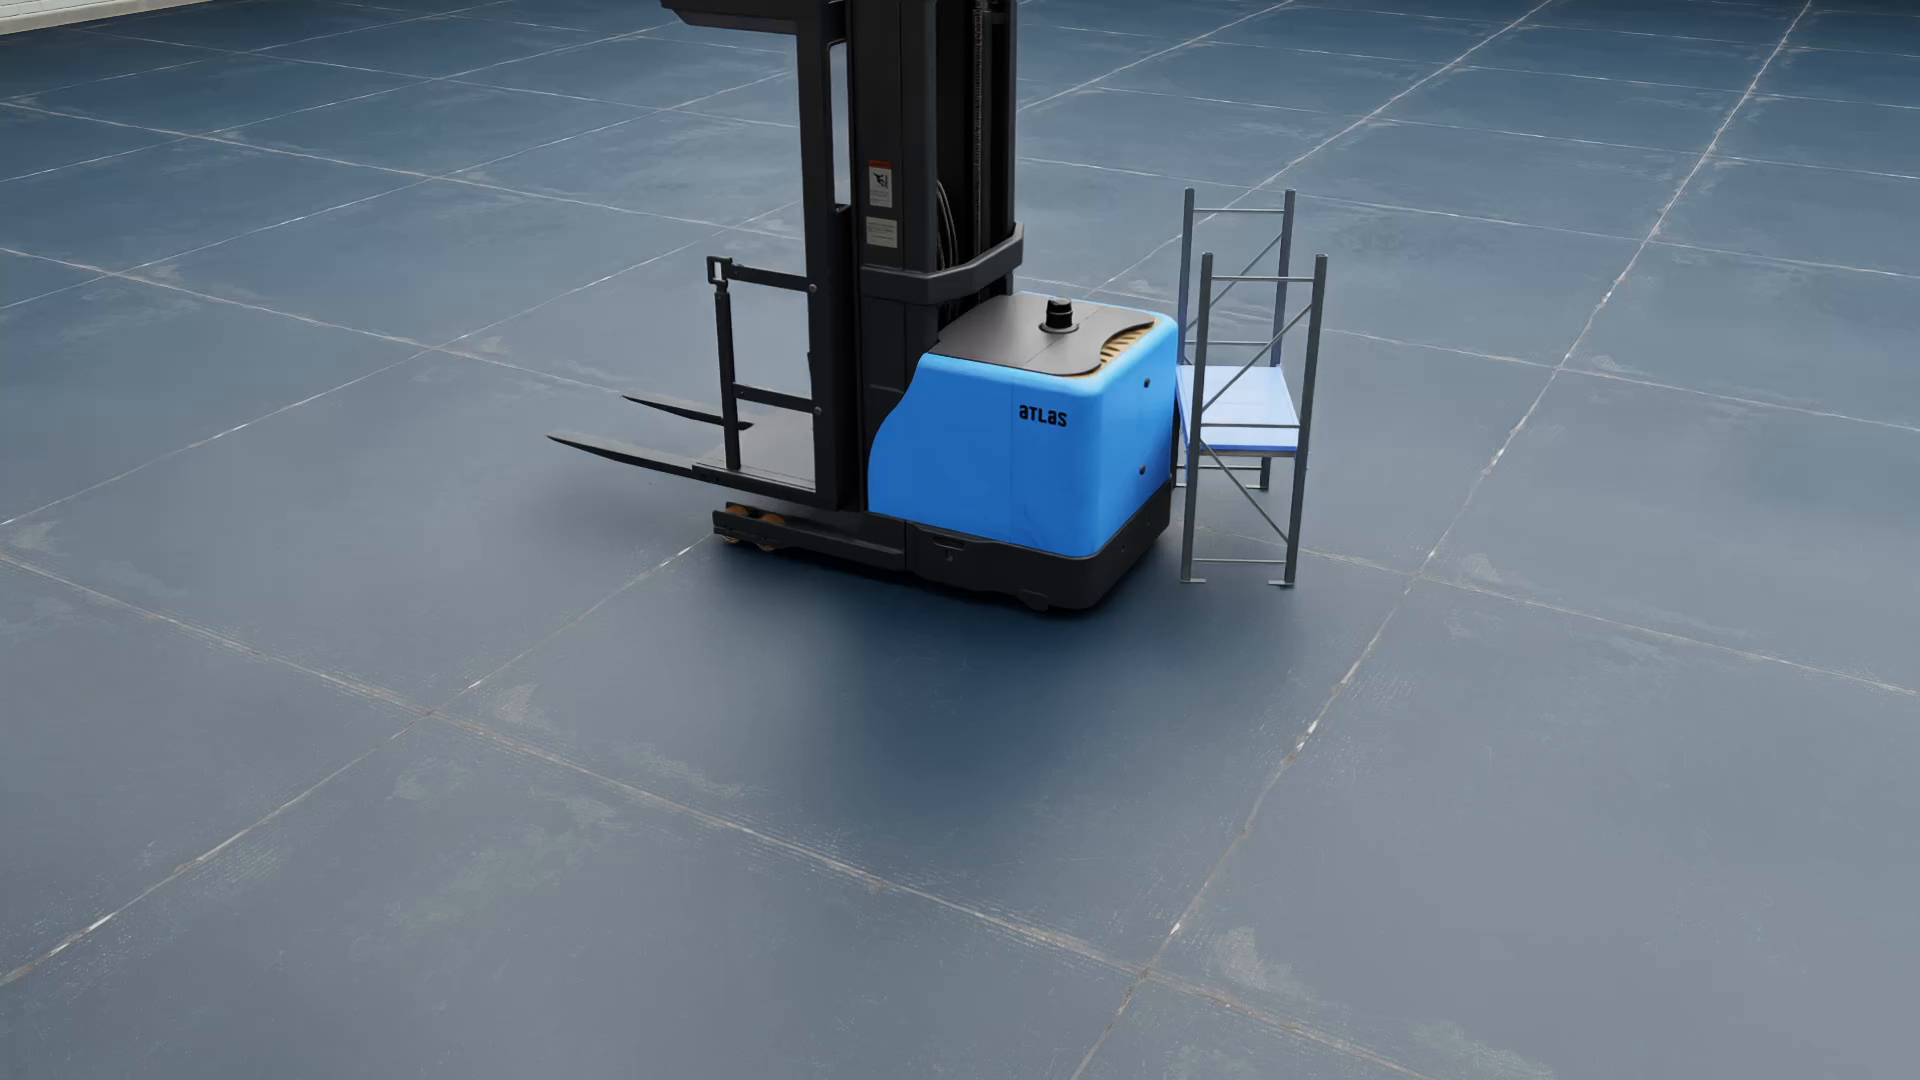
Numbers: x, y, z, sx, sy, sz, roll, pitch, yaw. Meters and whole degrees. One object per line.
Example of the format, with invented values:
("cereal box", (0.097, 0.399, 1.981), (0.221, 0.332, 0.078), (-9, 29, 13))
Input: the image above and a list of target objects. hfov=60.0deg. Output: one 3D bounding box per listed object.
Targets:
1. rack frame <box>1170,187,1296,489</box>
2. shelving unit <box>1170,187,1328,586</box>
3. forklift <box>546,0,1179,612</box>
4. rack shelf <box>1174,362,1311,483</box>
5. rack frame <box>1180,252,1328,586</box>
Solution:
("rack frame", (1.283, -0.935, 7.943), (0.500, 1.500, 0.032), (1, 27, 3))
("shelving unit", (1.255, -0.708, 7.489), (0.538, 1.500, 1.048), (1, 27, 3))
("forklift", (-0.570, -1.457, 7.385), (3.031, 2.935, 1.130), (13, 29, 24))
("rack shelf", (1.255, -0.547, 7.569), (0.538, 0.185, 1.000), (1, 27, 3))
("rack frame", (1.228, -0.481, 7.035), (0.500, 1.500, 0.032), (1, 27, 3))
